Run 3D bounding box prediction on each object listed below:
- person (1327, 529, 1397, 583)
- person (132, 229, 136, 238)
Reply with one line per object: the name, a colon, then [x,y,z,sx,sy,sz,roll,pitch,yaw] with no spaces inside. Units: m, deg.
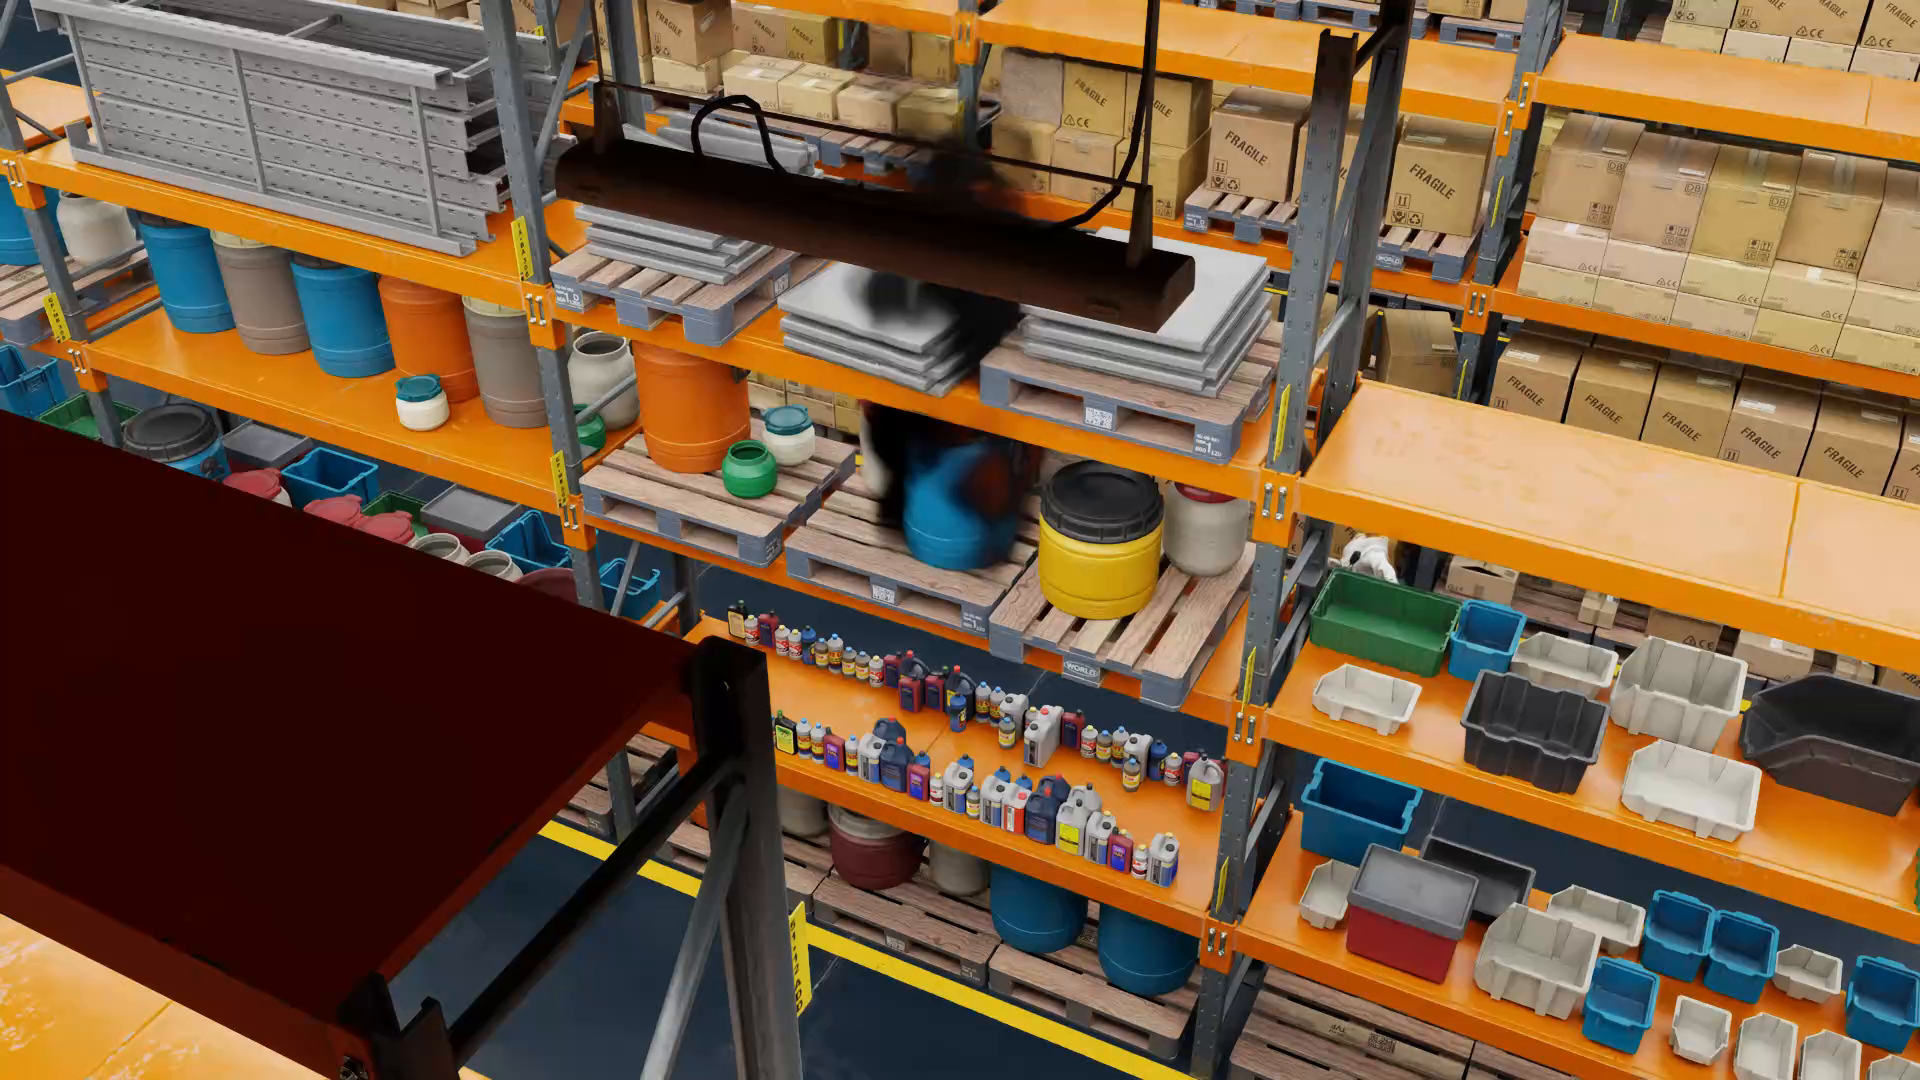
person: [2.714,0.446,11.275,0.806,1.708,0.617,10,36,14]
person: [-9.089,-3.553,17.541,0.571,1.629,0.566,-25,42,-31]
